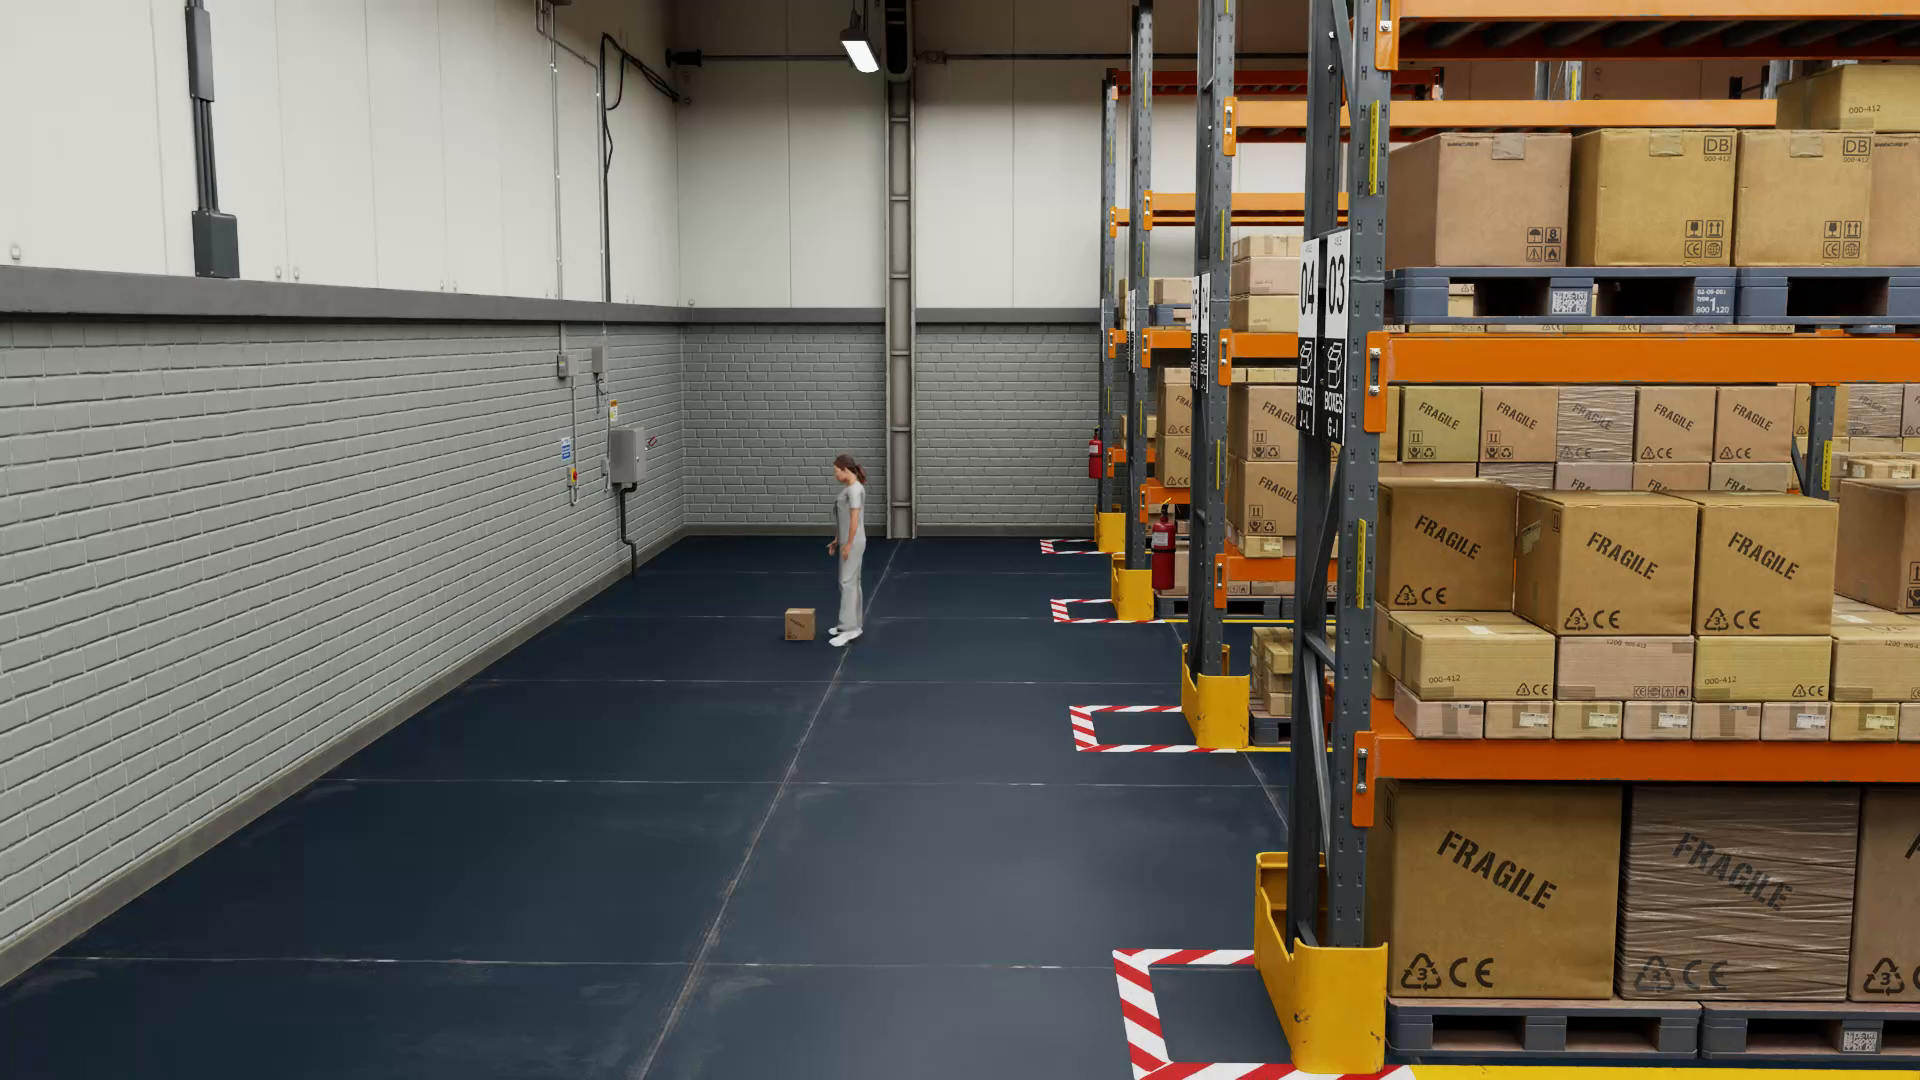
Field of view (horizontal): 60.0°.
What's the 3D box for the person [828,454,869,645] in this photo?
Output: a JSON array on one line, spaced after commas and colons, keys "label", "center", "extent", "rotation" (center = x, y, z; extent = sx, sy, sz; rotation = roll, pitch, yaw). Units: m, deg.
[{"label": "person", "center": [-1.018, 0.070, 15.154], "extent": [0.415, 1.692, 0.627], "rotation": [-1, 7, -9]}]
